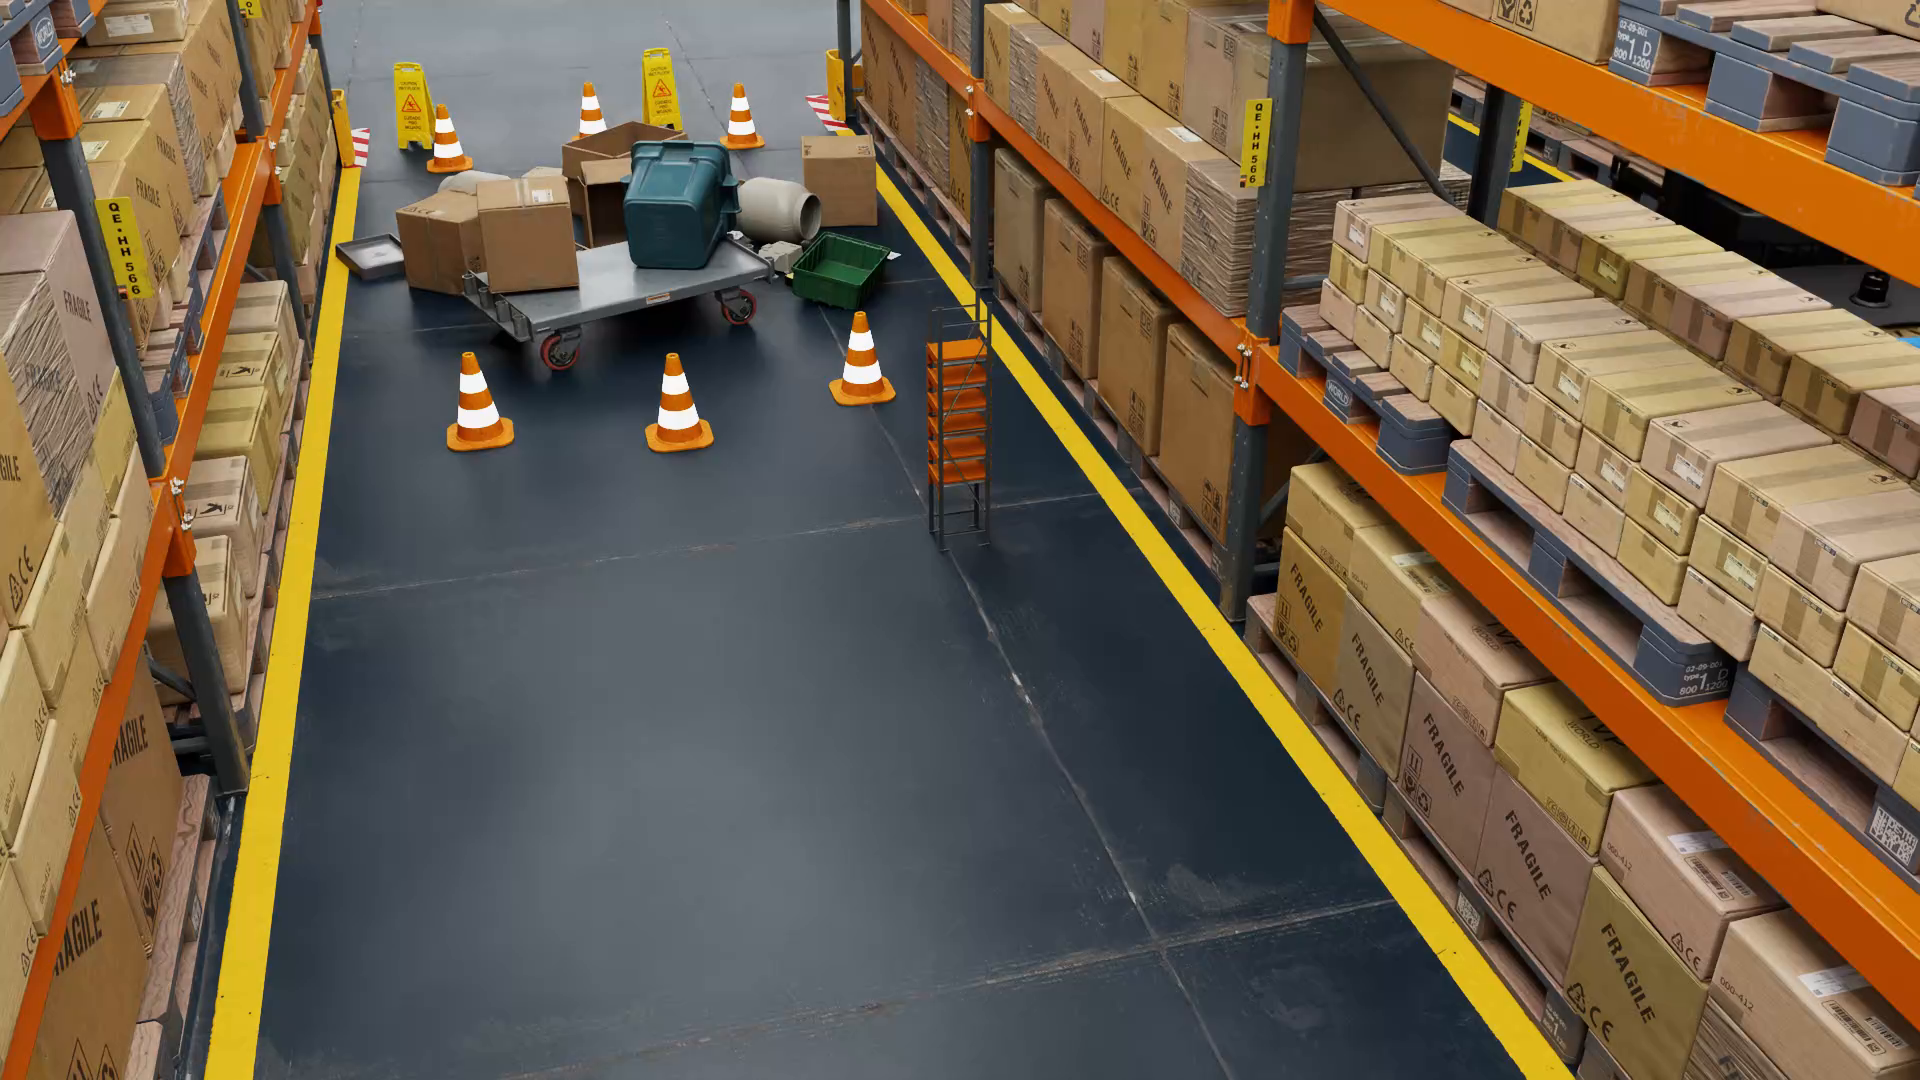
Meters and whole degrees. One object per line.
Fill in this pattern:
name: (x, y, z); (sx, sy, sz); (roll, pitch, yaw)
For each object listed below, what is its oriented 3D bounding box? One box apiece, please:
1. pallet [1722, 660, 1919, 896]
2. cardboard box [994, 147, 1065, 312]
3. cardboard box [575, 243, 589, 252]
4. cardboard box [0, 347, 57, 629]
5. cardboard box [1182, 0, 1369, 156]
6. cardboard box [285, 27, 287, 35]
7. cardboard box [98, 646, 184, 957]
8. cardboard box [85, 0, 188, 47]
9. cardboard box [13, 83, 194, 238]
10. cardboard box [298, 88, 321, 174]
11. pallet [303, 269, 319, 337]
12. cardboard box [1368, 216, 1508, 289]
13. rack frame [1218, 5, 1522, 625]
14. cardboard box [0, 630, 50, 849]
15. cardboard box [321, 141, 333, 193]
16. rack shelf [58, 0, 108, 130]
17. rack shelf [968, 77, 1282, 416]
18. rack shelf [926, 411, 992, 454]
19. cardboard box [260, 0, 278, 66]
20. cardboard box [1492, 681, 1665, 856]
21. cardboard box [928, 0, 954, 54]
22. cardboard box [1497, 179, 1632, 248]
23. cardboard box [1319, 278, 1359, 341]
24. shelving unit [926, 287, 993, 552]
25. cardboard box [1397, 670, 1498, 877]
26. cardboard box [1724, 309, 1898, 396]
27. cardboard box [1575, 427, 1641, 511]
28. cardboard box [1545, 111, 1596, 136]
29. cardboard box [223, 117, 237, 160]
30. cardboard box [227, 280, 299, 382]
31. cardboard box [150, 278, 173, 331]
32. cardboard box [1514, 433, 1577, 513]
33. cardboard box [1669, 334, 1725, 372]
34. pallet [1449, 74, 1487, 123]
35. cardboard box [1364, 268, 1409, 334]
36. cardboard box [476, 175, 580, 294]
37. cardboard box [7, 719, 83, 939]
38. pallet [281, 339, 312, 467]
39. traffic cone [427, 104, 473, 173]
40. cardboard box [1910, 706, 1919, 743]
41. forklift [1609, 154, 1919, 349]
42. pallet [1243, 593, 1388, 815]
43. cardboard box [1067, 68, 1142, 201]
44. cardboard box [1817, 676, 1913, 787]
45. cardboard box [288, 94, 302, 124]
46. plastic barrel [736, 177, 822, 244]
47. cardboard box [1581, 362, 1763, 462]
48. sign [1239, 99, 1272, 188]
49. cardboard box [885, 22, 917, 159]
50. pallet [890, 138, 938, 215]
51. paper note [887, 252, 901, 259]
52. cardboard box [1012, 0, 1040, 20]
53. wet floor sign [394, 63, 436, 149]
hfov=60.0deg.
pallet: (2.621, 0.594, 3.921); (1.003, 0.211, 1.213); (-8, 31, -13)
cardboard box: (0.812, -1.885, 9.838); (1.050, 0.750, 0.750); (-8, 31, -14)
cardboard box: (-2.332, -1.753, 10.514); (0.396, 0.266, 0.258); (19, 35, 29)
cardboard box: (-2.465, -0.099, 3.829); (0.500, 0.500, 0.500); (-8, 31, -13)
cardboard box: (1.377, -1.971, 7.063); (0.700, 0.500, 0.500); (-8, 31, -14)
cardboard box: (-4.384, -3.081, 10.329); (0.380, 0.149, 0.250); (-8, 31, -13)
cardboard box: (-3.020, 0.757, 5.150); (0.875, 0.875, 0.875); (-8, 31, -14)
cardboard box: (-3.554, -2.239, 7.160); (0.380, 0.149, 0.250); (-9, 31, -15)
cardboard box: (-3.312, -1.434, 6.417); (0.500, 0.500, 0.500); (-7, 31, -12)
cardboard box: (-4.514, -2.657, 10.923); (0.500, 0.500, 0.500); (-9, 31, -14)
pallet: (-4.398, -1.370, 9.907); (1.003, 0.211, 1.213); (-8, 31, -13)
cardboard box: (1.632, -0.985, 5.695); (0.380, 0.149, 0.250); (-9, 31, -15)
rack frame: (1.622, -1.033, 6.540); (1.000, 3.000, 0.127); (-8, 31, -13)
cardboard box: (-2.317, 0.466, 3.602); (0.500, 0.250, 0.500); (-9, 31, -15)
cardboard box: (-4.643, -2.575, 11.530); (0.500, 0.250, 0.500); (-8, 31, -13)
rack shelf: (-3.654, -2.278, 6.416); (1.077, 0.370, 4.000); (-8, 31, -13)
rack shelf: (1.091, -1.687, 8.389); (1.077, 0.370, 4.000); (-8, 31, -13)
rack shelf: (-0.004, -0.488, 7.484); (0.258, 0.103, 0.180); (-8, 31, -13)
cardboard box: (-4.189, -2.918, 9.401); (0.500, 0.500, 0.500); (-8, 31, -13)
cardboard box: (1.965, 0.645, 4.968); (0.500, 0.250, 0.500); (-9, 31, -15)
cardboard box: (0.283, -3.469, 10.599); (0.875, 0.550, 0.550); (-8, 31, -13)
cardboard box: (2.194, -1.187, 6.045); (0.380, 0.149, 0.250); (-9, 31, -15)
cardboard box: (1.546, -0.863, 6.078); (0.380, 0.149, 0.250); (-8, 31, -14)
shelving unit: (-0.004, -0.526, 7.462); (0.258, 1.200, 0.189); (-8, 31, -13)
cardboard box: (1.842, 0.733, 5.566); (0.500, 0.500, 0.500); (-9, 31, -15)
cardboard box: (2.535, -0.562, 4.965); (0.380, 0.149, 0.250); (-6, 31, -11)
cardboard box: (1.975, -0.223, 4.675); (0.380, 0.149, 0.250); (-7, 31, -11)
cardboard box: (4.902, -3.439, 12.773); (0.500, 0.500, 0.500); (-11, 32, -18)
cardboard box: (-3.626, -1.869, 7.817); (0.380, 0.149, 0.250); (-8, 31, -14)
cardboard box: (-4.044, -1.049, 8.772); (0.950, 0.372, 0.625); (-7, 31, -13)
cardboard box: (-3.101, -0.860, 6.072); (0.380, 0.149, 0.250); (-10, 31, -16)
cardboard box: (1.900, -0.223, 4.972); (0.380, 0.149, 0.250); (-7, 31, -13)
cardboard box: (2.467, -0.559, 5.257); (0.380, 0.149, 0.250); (-8, 31, -14)
pallet: (4.509, -3.866, 14.219); (1.003, 0.211, 1.213); (-8, 31, -13)
cardboard box: (1.631, -0.843, 5.747); (0.380, 0.149, 0.250); (-6, 31, -11)
cardboard box: (-2.477, -1.755, 9.526); (0.500, 0.500, 0.500); (-8, 31, -13)
cardboard box: (-2.307, 0.682, 3.728); (0.500, 0.250, 0.500); (-8, 31, -14)
pallet: (-3.977, -0.675, 8.705); (1.003, 0.211, 1.213); (-8, 31, -13)
traffic cone: (-3.889, -3.055, 12.567); (0.336, 0.463, 0.334); (-8, 31, -13)
cardboard box: (2.317, 0.405, 3.591); (0.380, 0.149, 0.250); (-8, 31, -13)
forklift: (3.857, -1.921, 8.144); (1.130, 2.935, 3.031); (-5, 30, -8)
pallet: (1.828, 0.552, 6.586); (1.003, 0.211, 1.213); (-8, 31, -13)
cardboard box: (0.840, -1.987, 8.089); (0.500, 0.500, 0.500); (-7, 31, -13)
cardboard box: (2.254, 0.415, 3.871); (0.380, 0.149, 0.250); (-8, 31, -13)
cardboard box: (-4.269, -2.621, 10.214); (0.380, 0.149, 0.250); (-6, 31, -10)
plastic barrel: (-1.220, -2.193, 11.117); (0.512, 0.421, 0.421); (13, 32, 21)
cardboard box: (1.971, -0.359, 4.613); (0.380, 0.149, 0.250); (-8, 31, -14)
sign: (1.088, -1.458, 6.119); (0.100, 0.325, 0.005); (-8, 31, -13)
cardboard box: (-0.022, -3.415, 12.358); (0.875, 0.875, 0.875); (-8, 31, -14)
pallet: (0.107, -2.726, 12.248); (1.003, 0.211, 1.213); (-8, 31, -13)
paper note: (-0.491, -1.884, 10.974); (0.142, 0.020, 0.147); (19, 35, 29)
cardboard box: (0.698, -3.201, 9.189); (0.700, 0.500, 0.500); (-8, 31, -14)
wet floor sign: (-4.266, -3.404, 12.988); (0.267, 0.644, 0.232); (2, 30, 4)
